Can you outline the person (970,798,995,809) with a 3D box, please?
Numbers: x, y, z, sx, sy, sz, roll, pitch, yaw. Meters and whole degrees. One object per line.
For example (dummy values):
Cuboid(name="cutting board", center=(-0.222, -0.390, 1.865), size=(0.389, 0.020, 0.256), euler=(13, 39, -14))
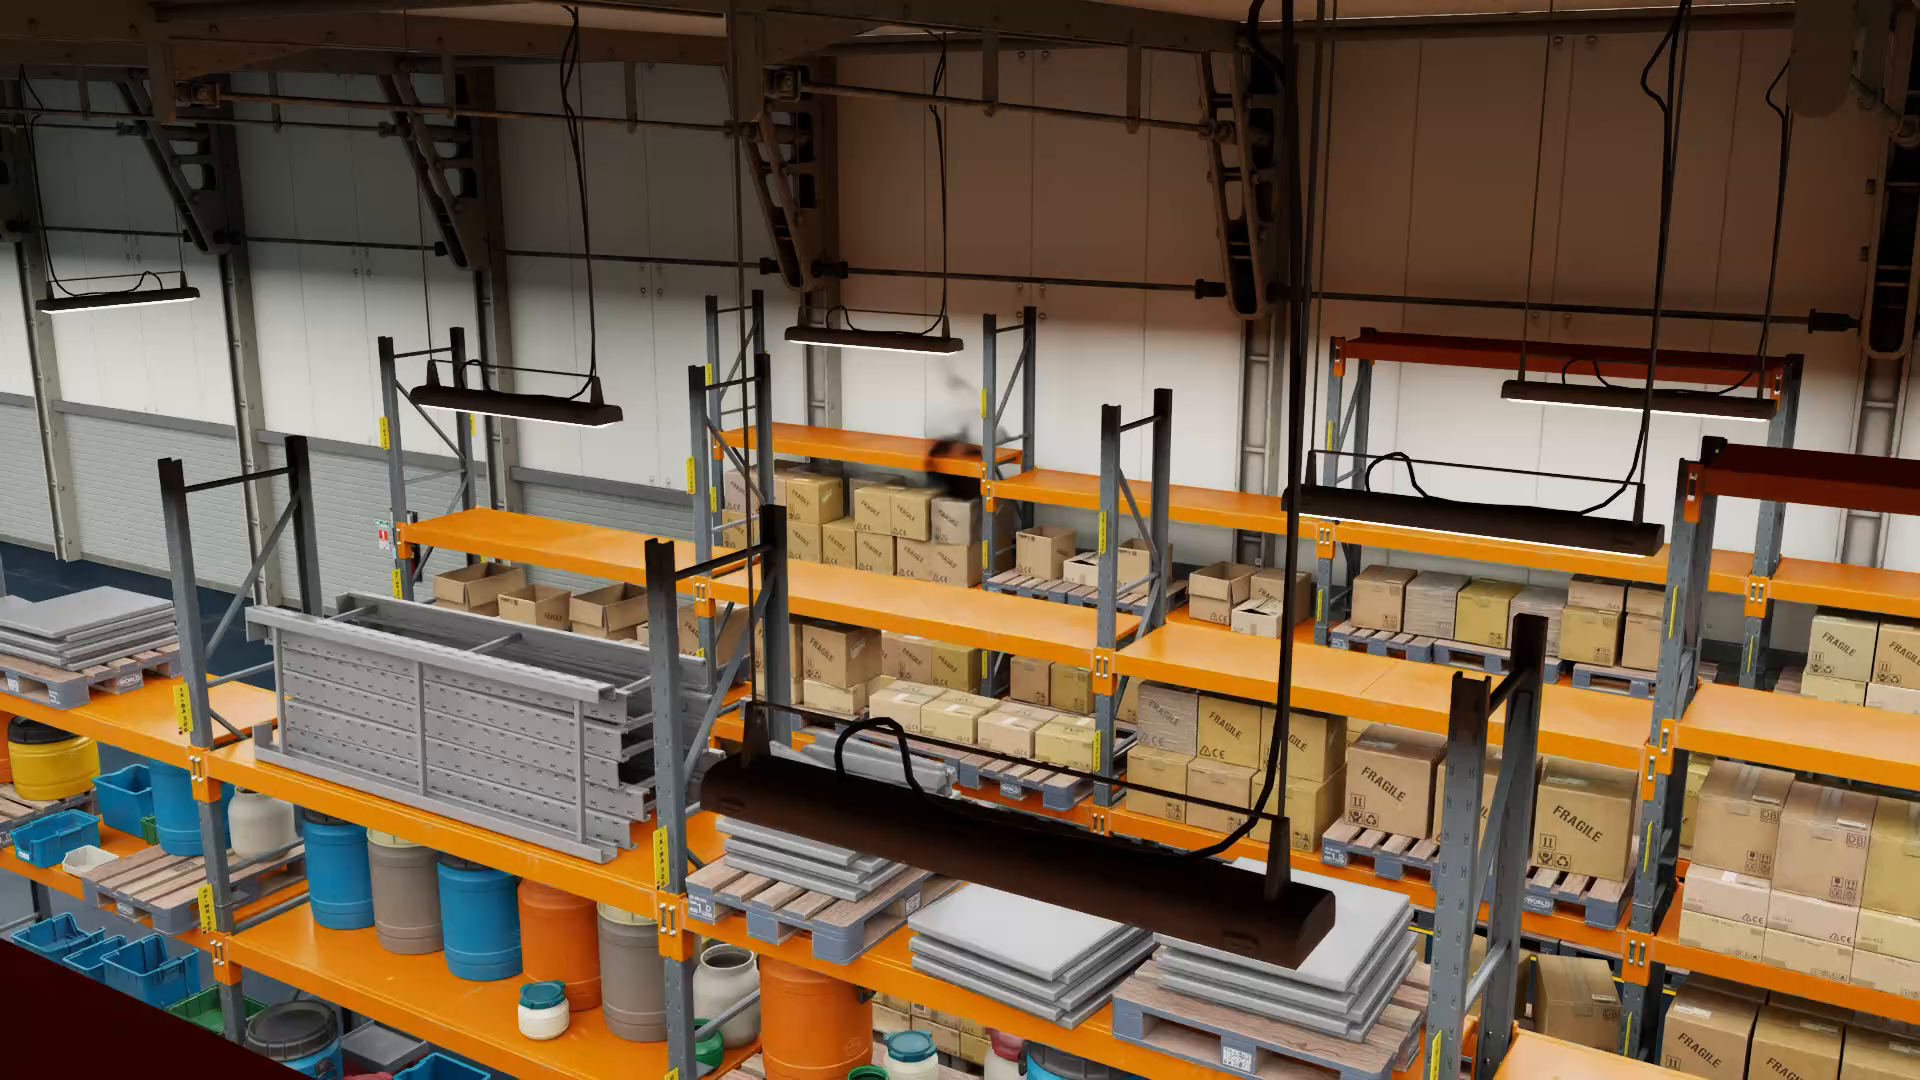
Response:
Cuboid(name="person", center=(0.180, 3.286, 16.361), size=(0.940, 1.676, 0.593), euler=(7, 15, 26))
